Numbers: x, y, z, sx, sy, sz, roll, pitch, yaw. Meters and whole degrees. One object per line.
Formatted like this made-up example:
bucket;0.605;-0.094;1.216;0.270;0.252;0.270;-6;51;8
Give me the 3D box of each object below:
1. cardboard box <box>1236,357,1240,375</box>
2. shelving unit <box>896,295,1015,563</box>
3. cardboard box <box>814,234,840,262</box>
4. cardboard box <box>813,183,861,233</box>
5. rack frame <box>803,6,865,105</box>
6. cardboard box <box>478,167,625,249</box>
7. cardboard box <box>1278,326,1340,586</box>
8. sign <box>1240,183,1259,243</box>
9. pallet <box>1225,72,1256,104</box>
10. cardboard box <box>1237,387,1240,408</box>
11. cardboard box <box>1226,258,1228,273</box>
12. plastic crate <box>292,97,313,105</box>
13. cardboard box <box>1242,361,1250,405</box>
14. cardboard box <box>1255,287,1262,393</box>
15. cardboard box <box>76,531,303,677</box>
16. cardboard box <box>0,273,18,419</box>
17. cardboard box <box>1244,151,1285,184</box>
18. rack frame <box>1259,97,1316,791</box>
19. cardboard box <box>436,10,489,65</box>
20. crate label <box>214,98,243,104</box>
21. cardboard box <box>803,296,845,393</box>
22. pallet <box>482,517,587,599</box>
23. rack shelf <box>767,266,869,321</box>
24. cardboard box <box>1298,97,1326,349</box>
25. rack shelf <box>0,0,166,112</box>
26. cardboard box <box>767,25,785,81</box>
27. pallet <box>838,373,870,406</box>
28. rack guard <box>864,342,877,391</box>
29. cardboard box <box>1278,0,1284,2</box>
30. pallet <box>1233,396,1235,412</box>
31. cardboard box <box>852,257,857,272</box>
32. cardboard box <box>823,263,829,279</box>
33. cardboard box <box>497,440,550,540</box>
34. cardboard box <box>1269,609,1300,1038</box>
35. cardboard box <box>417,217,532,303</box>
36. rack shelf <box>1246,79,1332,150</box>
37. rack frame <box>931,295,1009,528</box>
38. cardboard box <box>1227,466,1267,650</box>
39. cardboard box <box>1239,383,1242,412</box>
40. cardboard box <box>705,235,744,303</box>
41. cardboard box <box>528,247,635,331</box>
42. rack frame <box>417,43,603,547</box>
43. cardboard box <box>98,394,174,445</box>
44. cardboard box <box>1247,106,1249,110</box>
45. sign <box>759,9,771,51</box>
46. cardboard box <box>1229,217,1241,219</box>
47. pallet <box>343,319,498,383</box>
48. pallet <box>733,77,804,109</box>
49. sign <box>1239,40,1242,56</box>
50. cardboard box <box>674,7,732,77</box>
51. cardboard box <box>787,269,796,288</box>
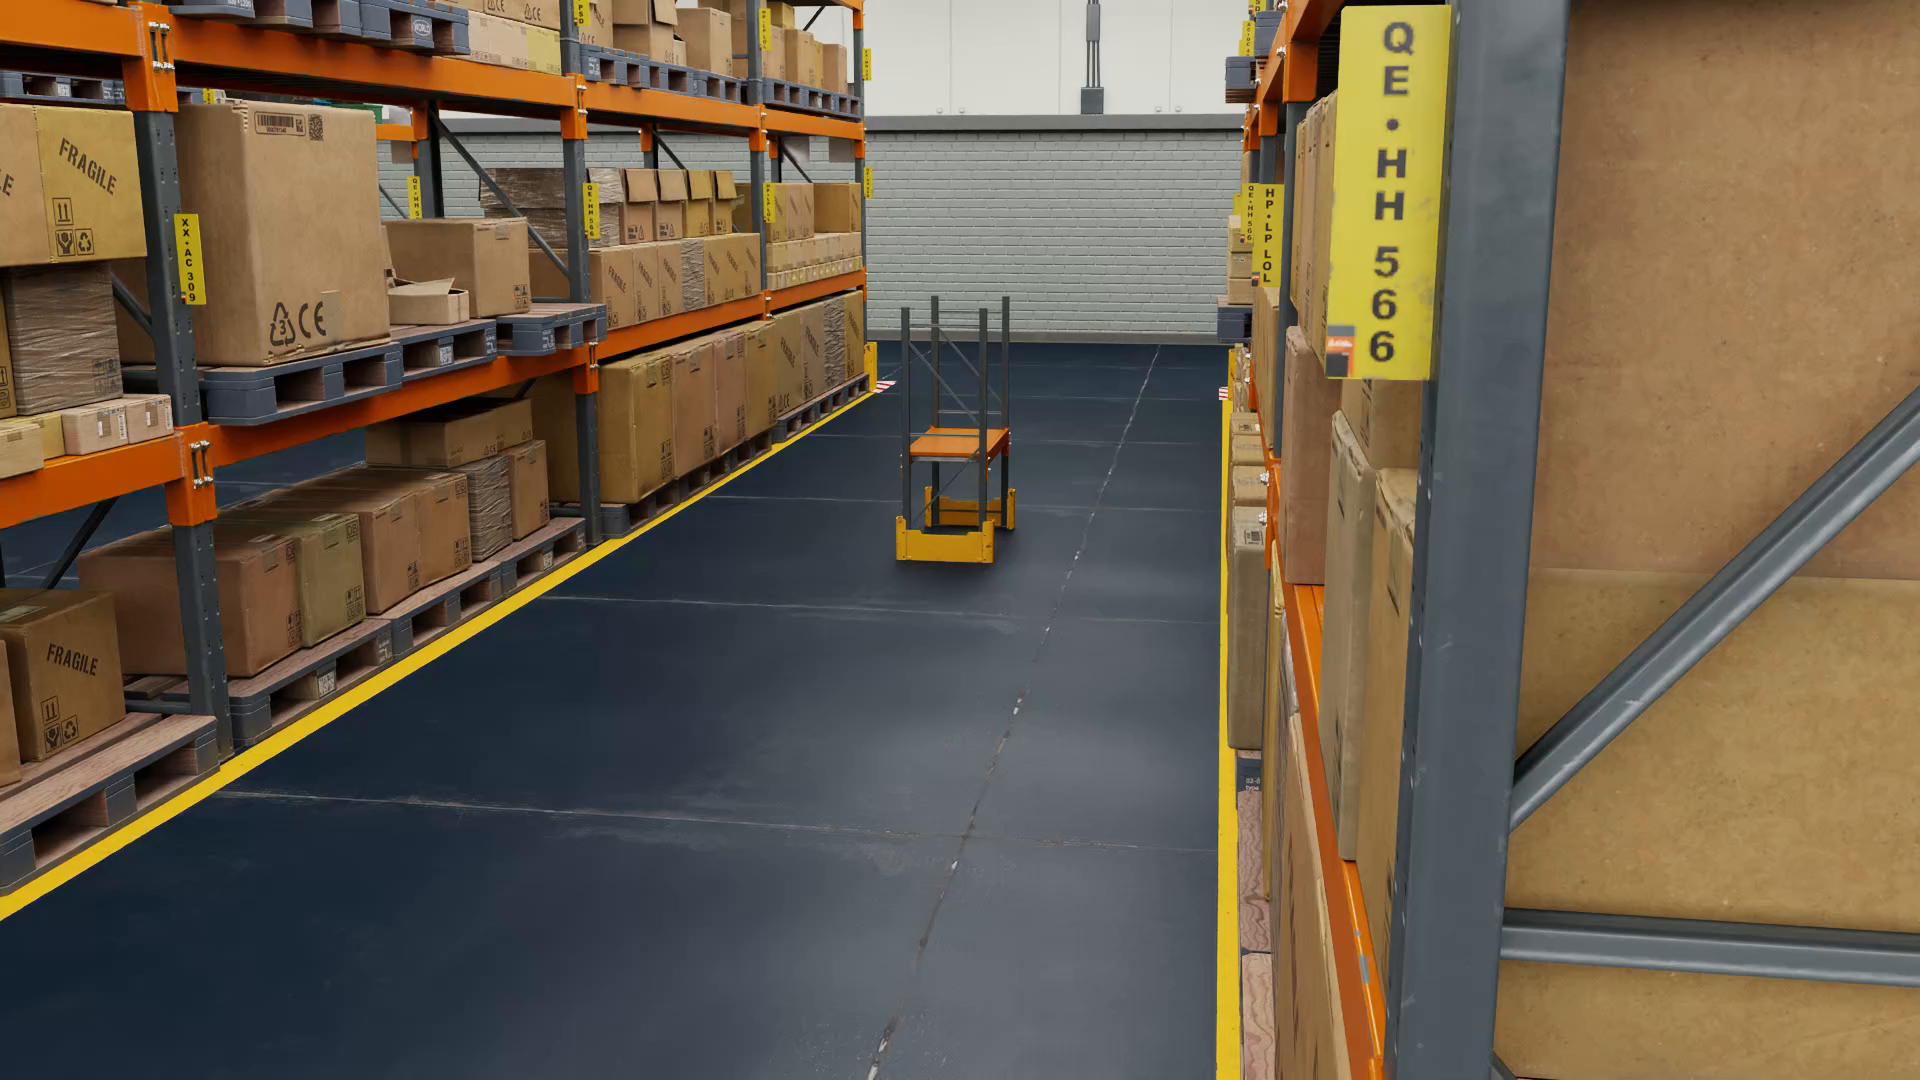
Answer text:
cardboard box;2.688;-1.560;14.970;0.380;0.149;0.250;1;12;7
shelving unit;-0.012;-0.717;10.262;0.587;1.500;1.083;2;12;9
cardboard box;-1.477;-2.867;16.325;0.500;0.250;0.500;1;12;7
cardboard box;-1.323;-3.444;17.225;0.500;0.500;0.500;2;12;9
rack frame;-1.508;-6.048;17.198;1.000;3.000;0.127;2;12;9
cardboard box;-2.610;-2.141;10.690;0.797;0.503;0.637;2;12;11
cardboard box;1.226;-0.208;3.983;0.875;0.550;0.550;2;12;9
sign;1.610;-1.811;9.218;0.100;0.325;0.005;2;12;9
pallet;2.562;-3.351;12.247;1.213;0.211;1.003;2;12;9
cardboard box;2.526;-1.191;13.963;0.380;0.149;0.250;1;12;6
cardboard box;2.248;-2.117;12.794;0.380;0.149;0.250;1;12;6
plastic crate;-6.908;-4.403;16.831;0.504;0.338;0.767;2;12;9
cardboard box;2.226;-1.089;11.582;0.500;0.250;0.500;2;12;11
cardboard box;1.579;-0.918;7.396;0.500;0.500;0.500;2;12;8
cardboard box;-3.237;0.262;7.046;0.700;0.500;0.500;1;12;4
cardboard box;-3.595;-0.617;5.294;0.875;0.500;0.500;2;12;9
cardboard box;2.568;-2.891;13.471;0.500;0.500;0.500;1;12;7
rack frame;1.532;-0.436;5.396;1.000;3.000;0.127;2;12;9
cardboard box;-2.712;-2.528;8.341;0.500;0.250;0.500;2;12;10
crate label;-6.656;-3.873;14.852;0.293;0.136;0.466;2;12;9
cardboard box;-1.667;-1.957;16.501;0.875;0.875;0.875;2;12;9
pallet;-2.860;0.076;9.642;1.003;0.211;1.213;2;12;9
rack shelf;-1.815;-2.348;15.974;1.077;0.370;4.000;2;12;9
cardboard box;1.253;-0.735;3.865;0.875;0.550;0.550;2;12;9
rack shelf;-3.661;-1.316;4.067;1.077;0.370;4.000;2;12;9
cardboard box;-1.975;-4.329;14.869;0.700;0.500;0.500;3;12;12
pallet;-1.553;-1.583;17.340;1.003;0.211;1.213;2;12;9
rack guard;-1.504;-1.899;18.117;1.175;0.500;0.348;2;12;9
cardboard box;1.742;-2.668;7.754;0.500;0.250;0.500;2;12;10
pallet;3.016;-1.134;15.253;1.003;0.211;1.213;2;12;9
cardboard box;-1.275;-2.854;17.212;0.380;0.149;0.250;2;12;9
cardboard box;-1.472;-2.590;15.987;0.380;0.149;0.250;2;12;10
cardboard box;-2.821;-0.303;9.670;0.700;0.500;0.500;1;12;6
cardboard box;1.231;0.714;4.107;0.875;0.875;0.875;2;12;9
cardboard box;-2.782;-1.591;9.520;0.500;0.500;0.500;0;12;2
rack shelf;2.455;-2.799;10.951;1.077;0.370;4.000;2;12;9
rack frame;0.065;-0.821;10.744;0.500;1.500;0.032;2;12;9
cardboard box;1.691;0.126;7.133;1.050;0.750;0.750;2;12;9
cardboard box;2.387;-0.939;12.668;0.500;0.500;0.500;2;12;11
cardboard box;-2.008;-2.123;12.986;0.500;0.500;0.500;2;12;10
cardboard box;-2.394;-1.591;10.521;0.500;0.500;0.500;2;12;10
rack frame;-2.738;-1.450;10.103;1.000;3.000;0.127;2;12;9
cardboard box;-3.096;-0.440;6.014;0.380;0.149;0.250;2;12;9
cardboard box;2.737;-3.814;14.309;0.500;0.250;0.500;2;12;8
sign;-1.585;-4.140;13.491;0.100;0.325;0.005;2;12;9
cardboard box;2.128;-2.244;11.973;0.380;0.149;0.250;2;12;8
pallet;-3.002;-0.943;8.205;1.003;0.211;1.213;2;12;9
pallet;-1.987;-3.876;14.448;1.003;0.211;1.213;2;12;9
sign;2.842;-4.845;16.660;0.100;0.325;0.005;2;12;9
cardboard box;-2.202;-3.882;13.034;0.700;0.500;0.500;2;12;10
cardboard box;-1.668;-2.320;14.737;0.380;0.149;0.250;2;12;11
